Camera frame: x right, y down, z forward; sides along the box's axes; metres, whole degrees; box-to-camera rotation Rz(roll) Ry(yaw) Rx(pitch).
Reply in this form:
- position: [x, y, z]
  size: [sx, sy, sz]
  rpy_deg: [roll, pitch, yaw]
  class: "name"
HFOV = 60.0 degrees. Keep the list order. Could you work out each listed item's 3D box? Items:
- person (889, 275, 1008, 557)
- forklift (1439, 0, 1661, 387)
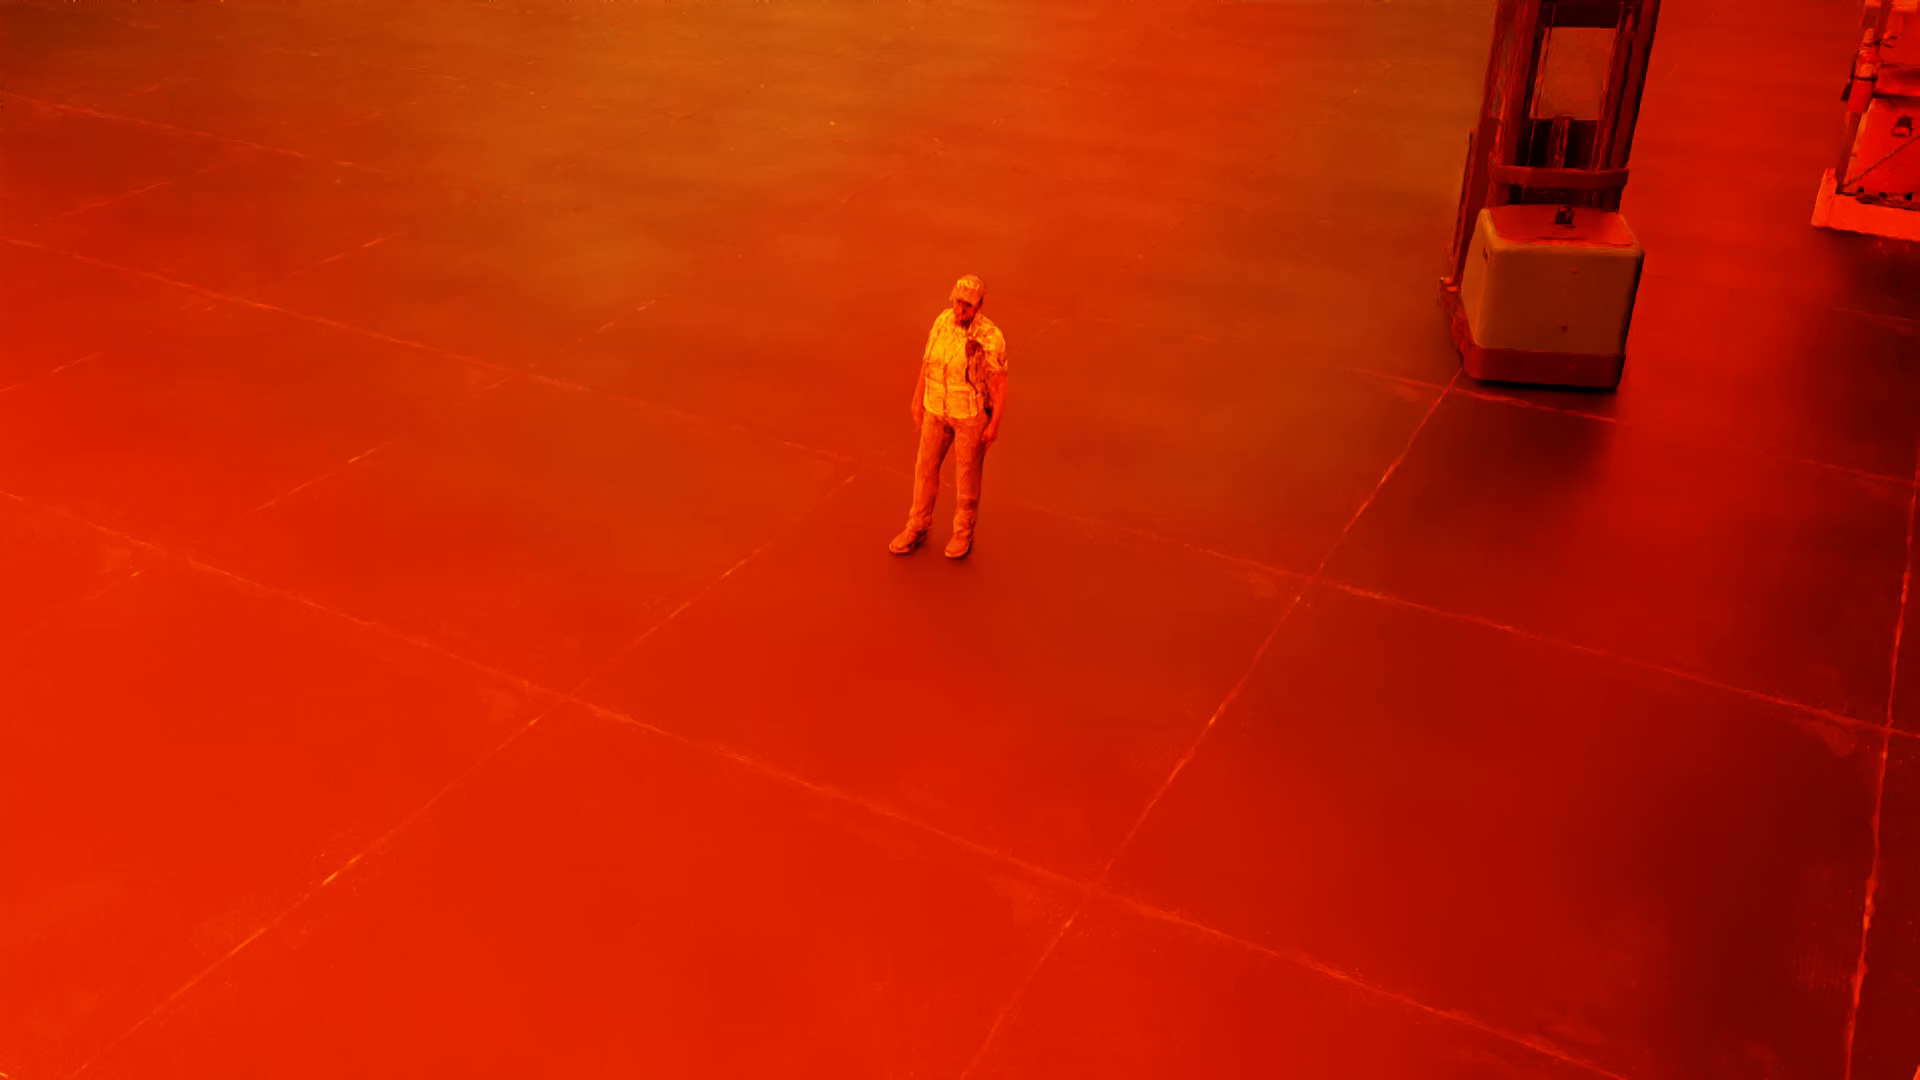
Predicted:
- position: [-0.057, -0.700, 9.534]
  size: [0.598, 1.669, 0.529]
  rpy_deg: [15, 33, 25]
  class: "person"
- position: [4.379, -3.063, 12.377]
  size: [1.130, 2.935, 3.031]
  rpy_deg: [4, 30, 8]
  class: "forklift"
